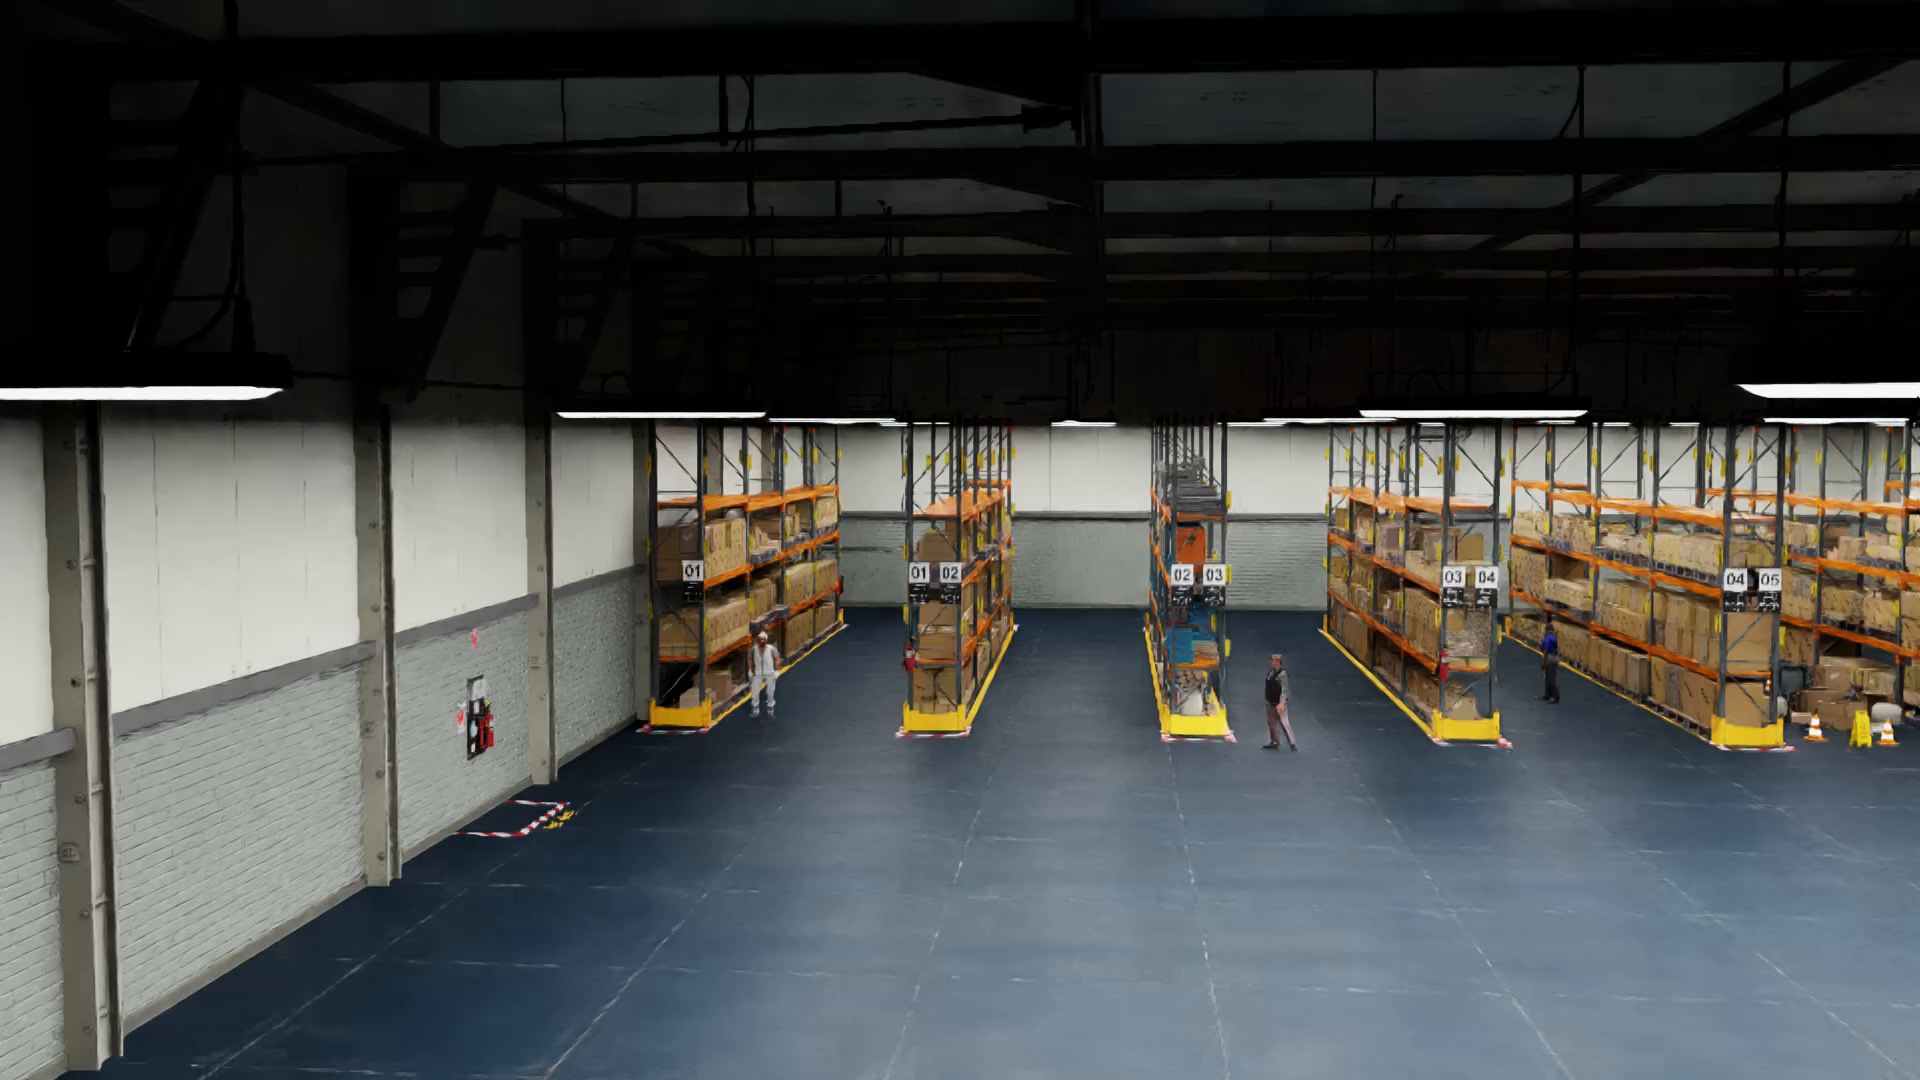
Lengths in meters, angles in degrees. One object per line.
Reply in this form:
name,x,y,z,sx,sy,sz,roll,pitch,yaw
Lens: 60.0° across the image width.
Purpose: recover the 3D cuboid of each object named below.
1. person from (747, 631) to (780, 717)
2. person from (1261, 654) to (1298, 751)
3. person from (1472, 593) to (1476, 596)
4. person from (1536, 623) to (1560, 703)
person,-3.883,2.653,32.813,0.677,1.742,0.547,0,4,3
person,5.706,2.882,29.557,0.475,1.718,0.708,-2,4,-22
person,13.507,1.973,43.655,0.495,1.589,1.086,0,4,7
person,12.279,2.548,34.706,0.549,1.653,0.574,3,5,38
